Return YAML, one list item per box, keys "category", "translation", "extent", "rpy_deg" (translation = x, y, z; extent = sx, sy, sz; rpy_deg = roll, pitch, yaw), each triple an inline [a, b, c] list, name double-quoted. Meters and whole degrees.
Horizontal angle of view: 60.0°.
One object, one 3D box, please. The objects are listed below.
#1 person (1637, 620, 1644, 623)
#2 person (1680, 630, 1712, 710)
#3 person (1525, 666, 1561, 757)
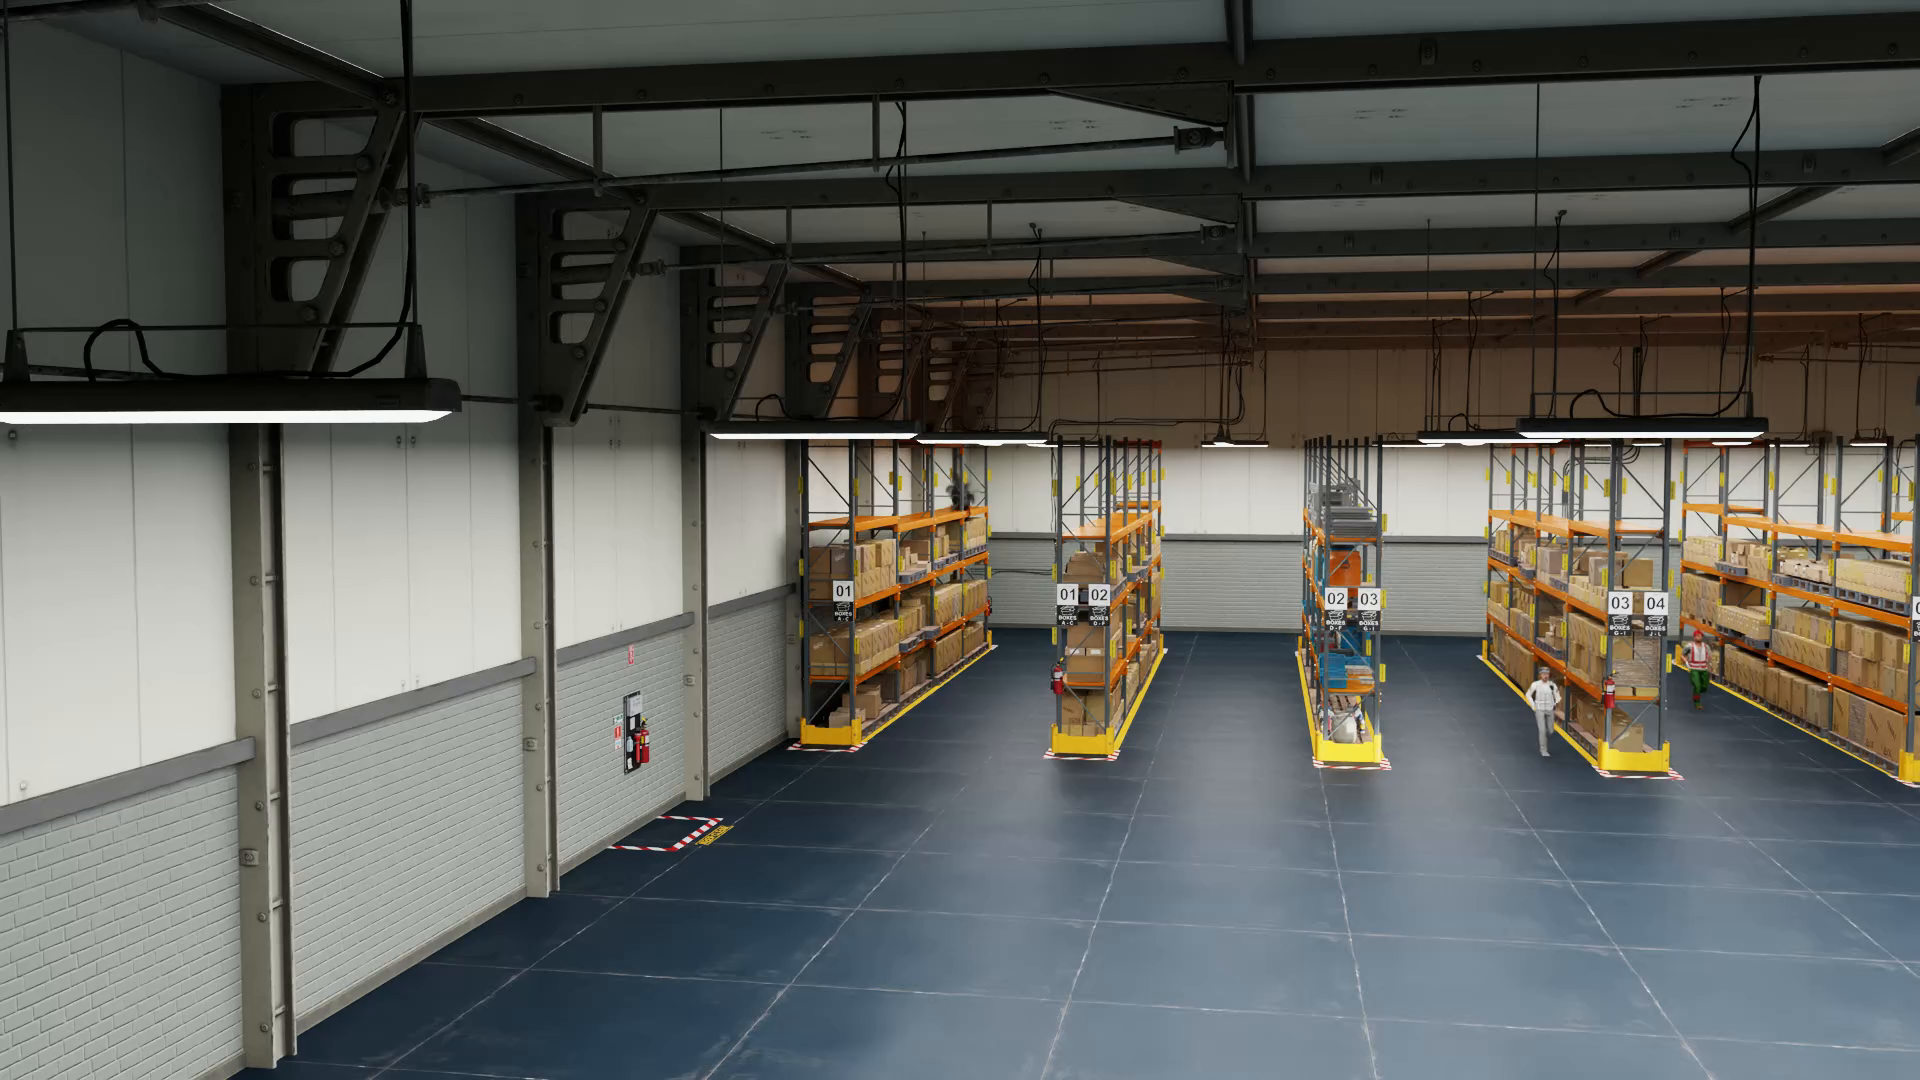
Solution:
- category: "person"
  translation: [17.771, 2.643, 43.287]
  extent: [0.569, 1.566, 0.946]
  rpy_deg: [1, 3, 21]
- category: "person"
  translation: [16.298, 2.863, 36.784]
  extent: [0.659, 1.743, 0.709]
  rpy_deg: [0, 3, 4]
- category: "person"
  translation: [10.975, 3.199, 31.280]
  extent: [0.625, 1.655, 0.767]
  rpy_deg: [0, 3, 7]
